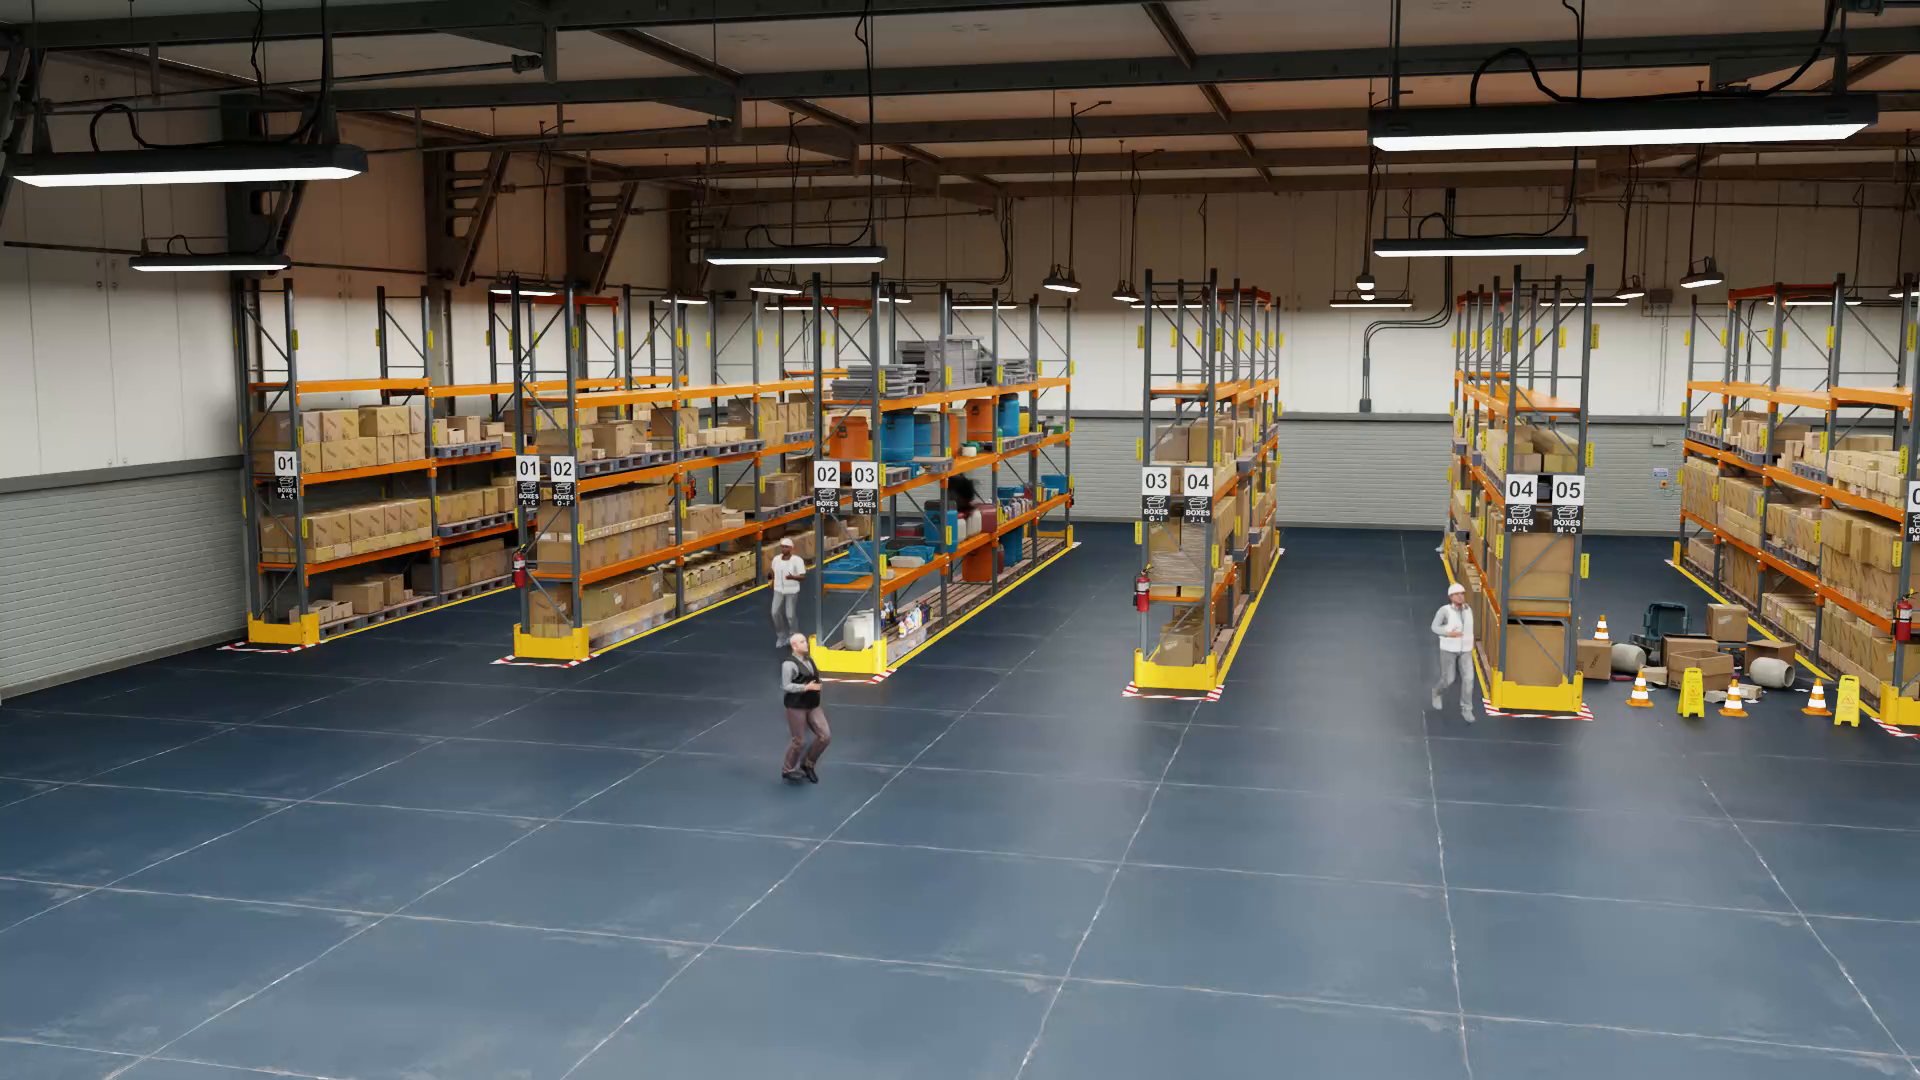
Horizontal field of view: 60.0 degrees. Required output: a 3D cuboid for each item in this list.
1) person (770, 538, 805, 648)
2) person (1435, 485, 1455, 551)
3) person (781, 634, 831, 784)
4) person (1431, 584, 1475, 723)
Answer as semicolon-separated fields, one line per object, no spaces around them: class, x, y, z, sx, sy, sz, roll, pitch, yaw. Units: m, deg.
person;-2.861;0.877;27.232;0.675;1.805;0.688;2;7;13
person;11.728;-0.589;39.521;0.799;1.732;1.009;2;7;18
person;-1.738;1.920;18.753;0.669;1.738;0.640;5;8;36
person;6.585;1.475;22.138;0.666;1.799;0.834;-1;7;-9
